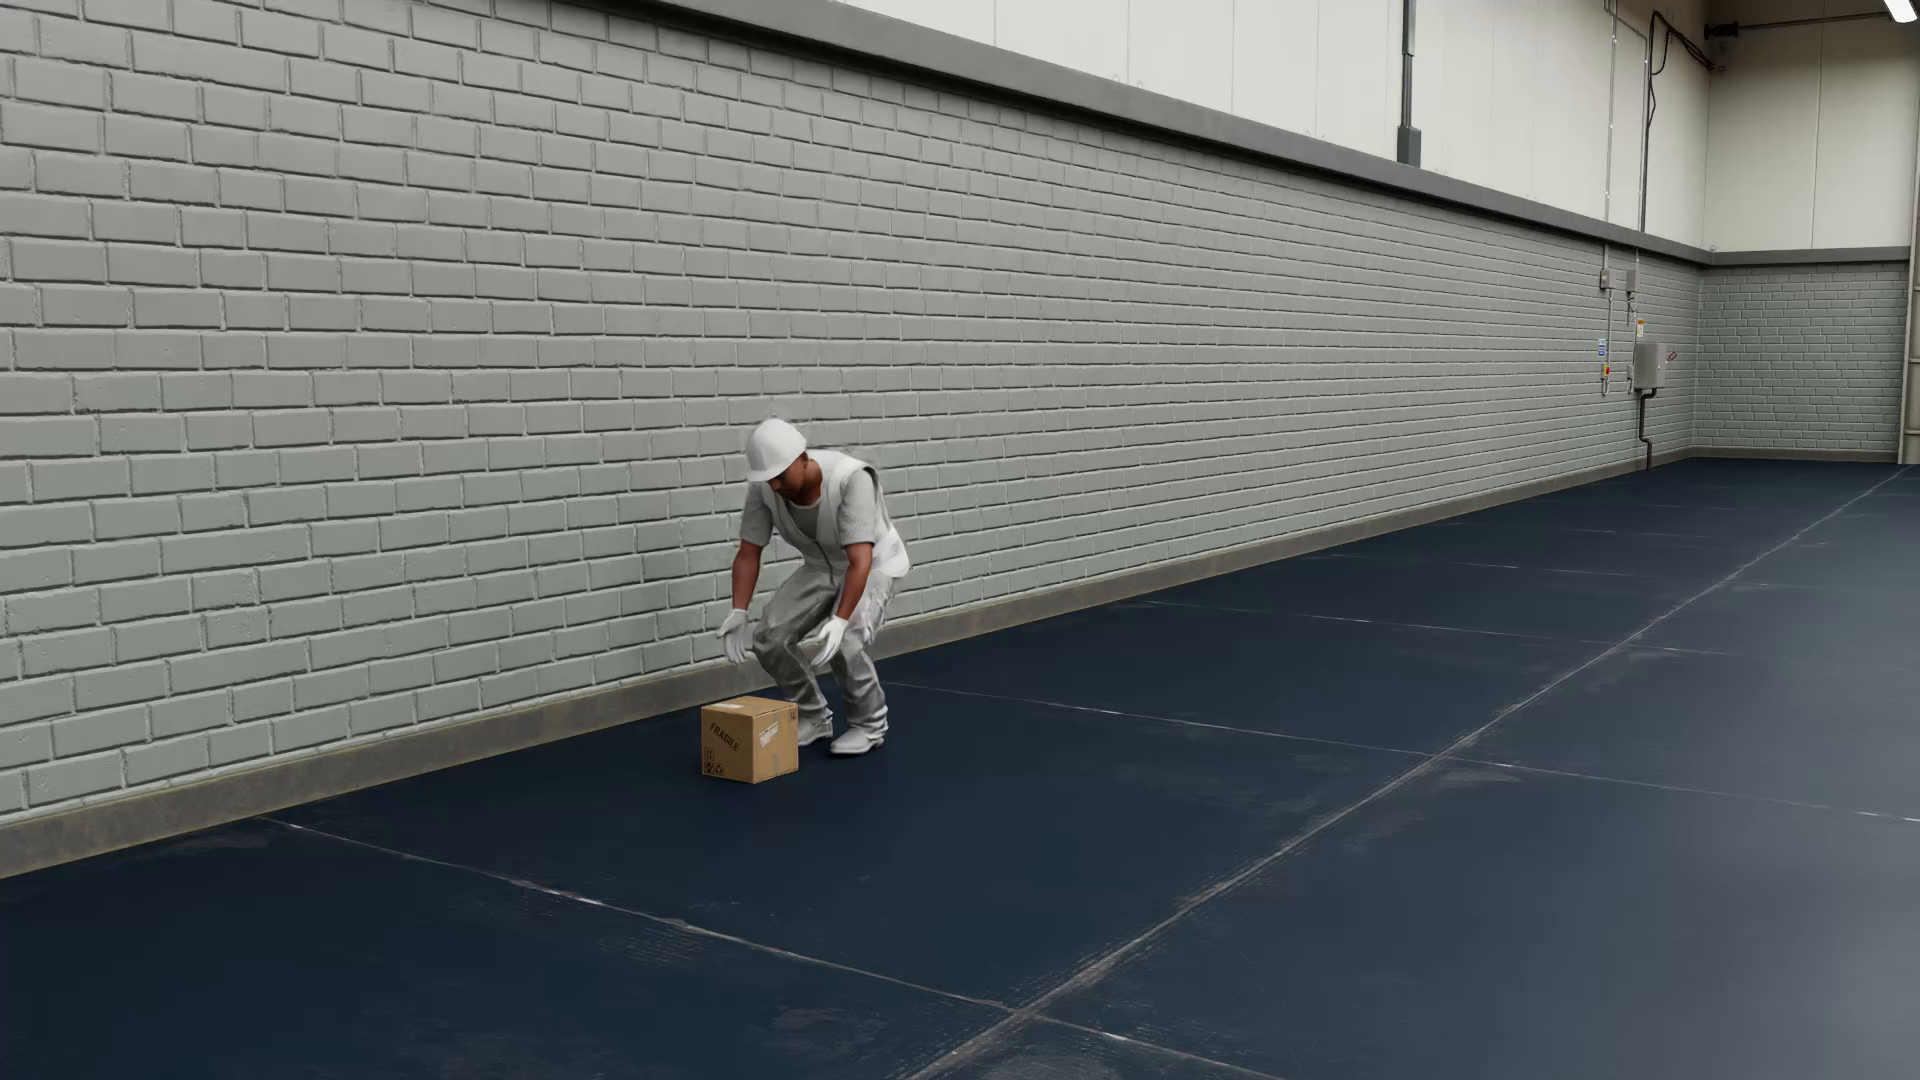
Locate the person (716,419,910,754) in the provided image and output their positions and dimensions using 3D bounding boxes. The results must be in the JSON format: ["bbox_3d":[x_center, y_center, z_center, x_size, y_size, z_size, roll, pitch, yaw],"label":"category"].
[{"bbox_3d":[-0.507,0.175,6.323,0.609,1.288,0.827,4,7,34],"label":"person"}]
